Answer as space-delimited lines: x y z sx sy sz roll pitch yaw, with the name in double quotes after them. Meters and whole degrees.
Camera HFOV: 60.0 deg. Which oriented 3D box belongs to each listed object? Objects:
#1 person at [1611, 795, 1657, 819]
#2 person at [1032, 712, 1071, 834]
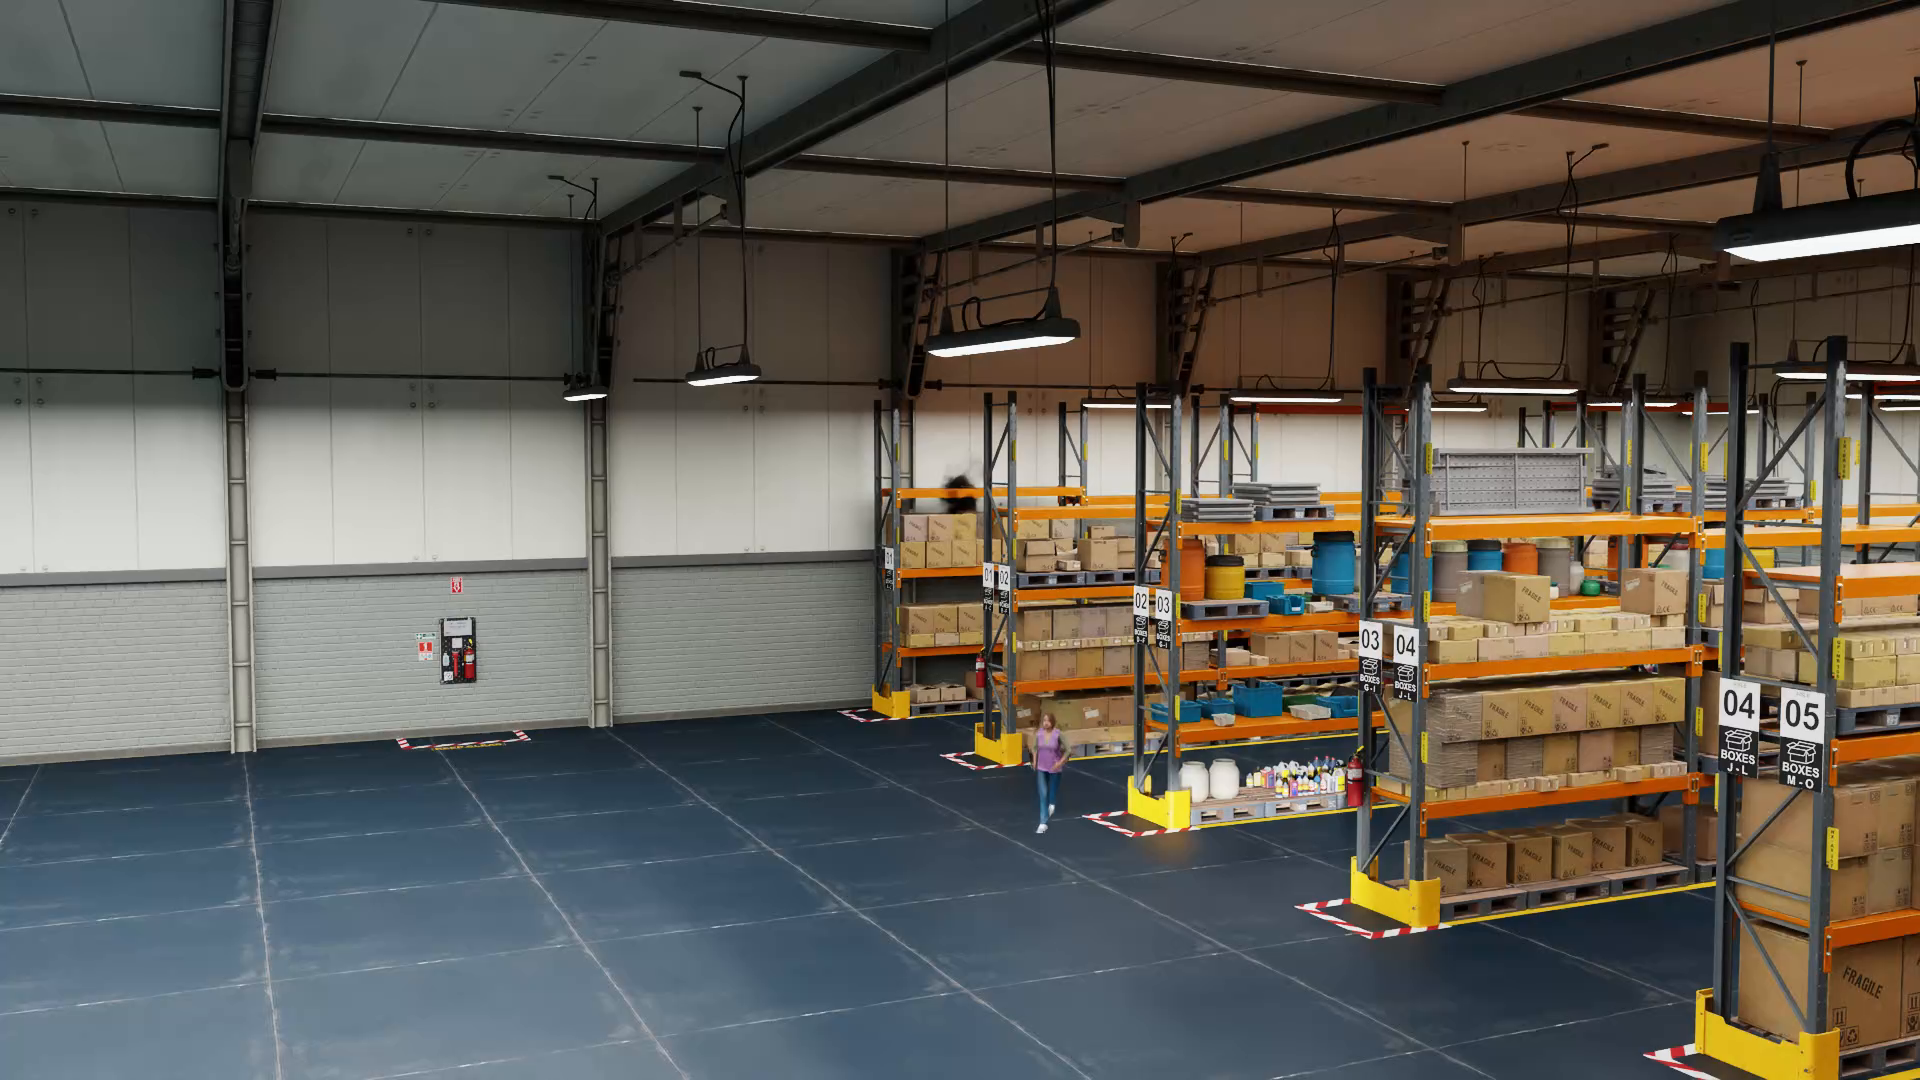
8.807 3.094 21.796 0.658 1.597 0.579 -2 4 -28 "person"
1.225 3.082 22.245 0.549 1.598 0.726 1 3 15 "person"
